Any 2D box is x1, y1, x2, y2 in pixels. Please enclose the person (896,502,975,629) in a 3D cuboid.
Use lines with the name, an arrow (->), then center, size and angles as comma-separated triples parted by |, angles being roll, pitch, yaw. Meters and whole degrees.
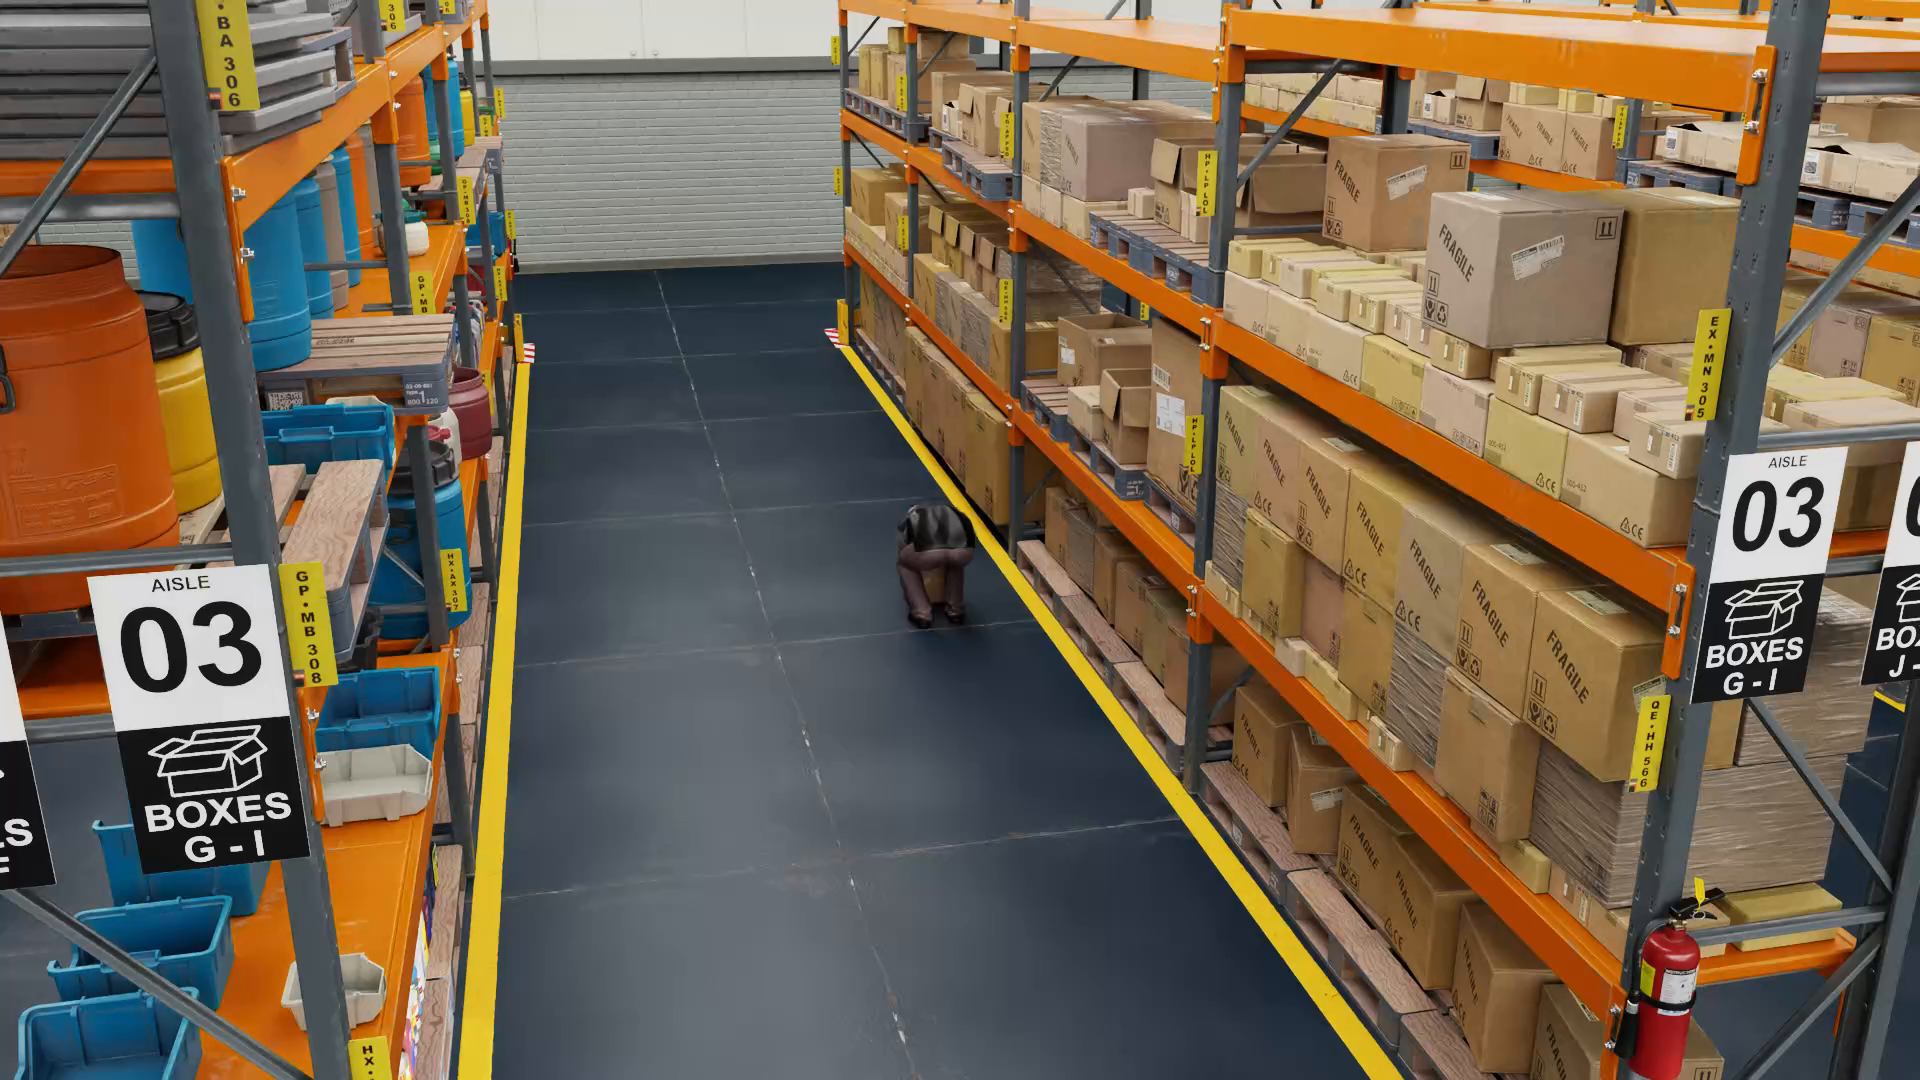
person -> -0.206, 0.133, 12.034 | 0.512, 0.884, 0.952 | -5, 20, -14
